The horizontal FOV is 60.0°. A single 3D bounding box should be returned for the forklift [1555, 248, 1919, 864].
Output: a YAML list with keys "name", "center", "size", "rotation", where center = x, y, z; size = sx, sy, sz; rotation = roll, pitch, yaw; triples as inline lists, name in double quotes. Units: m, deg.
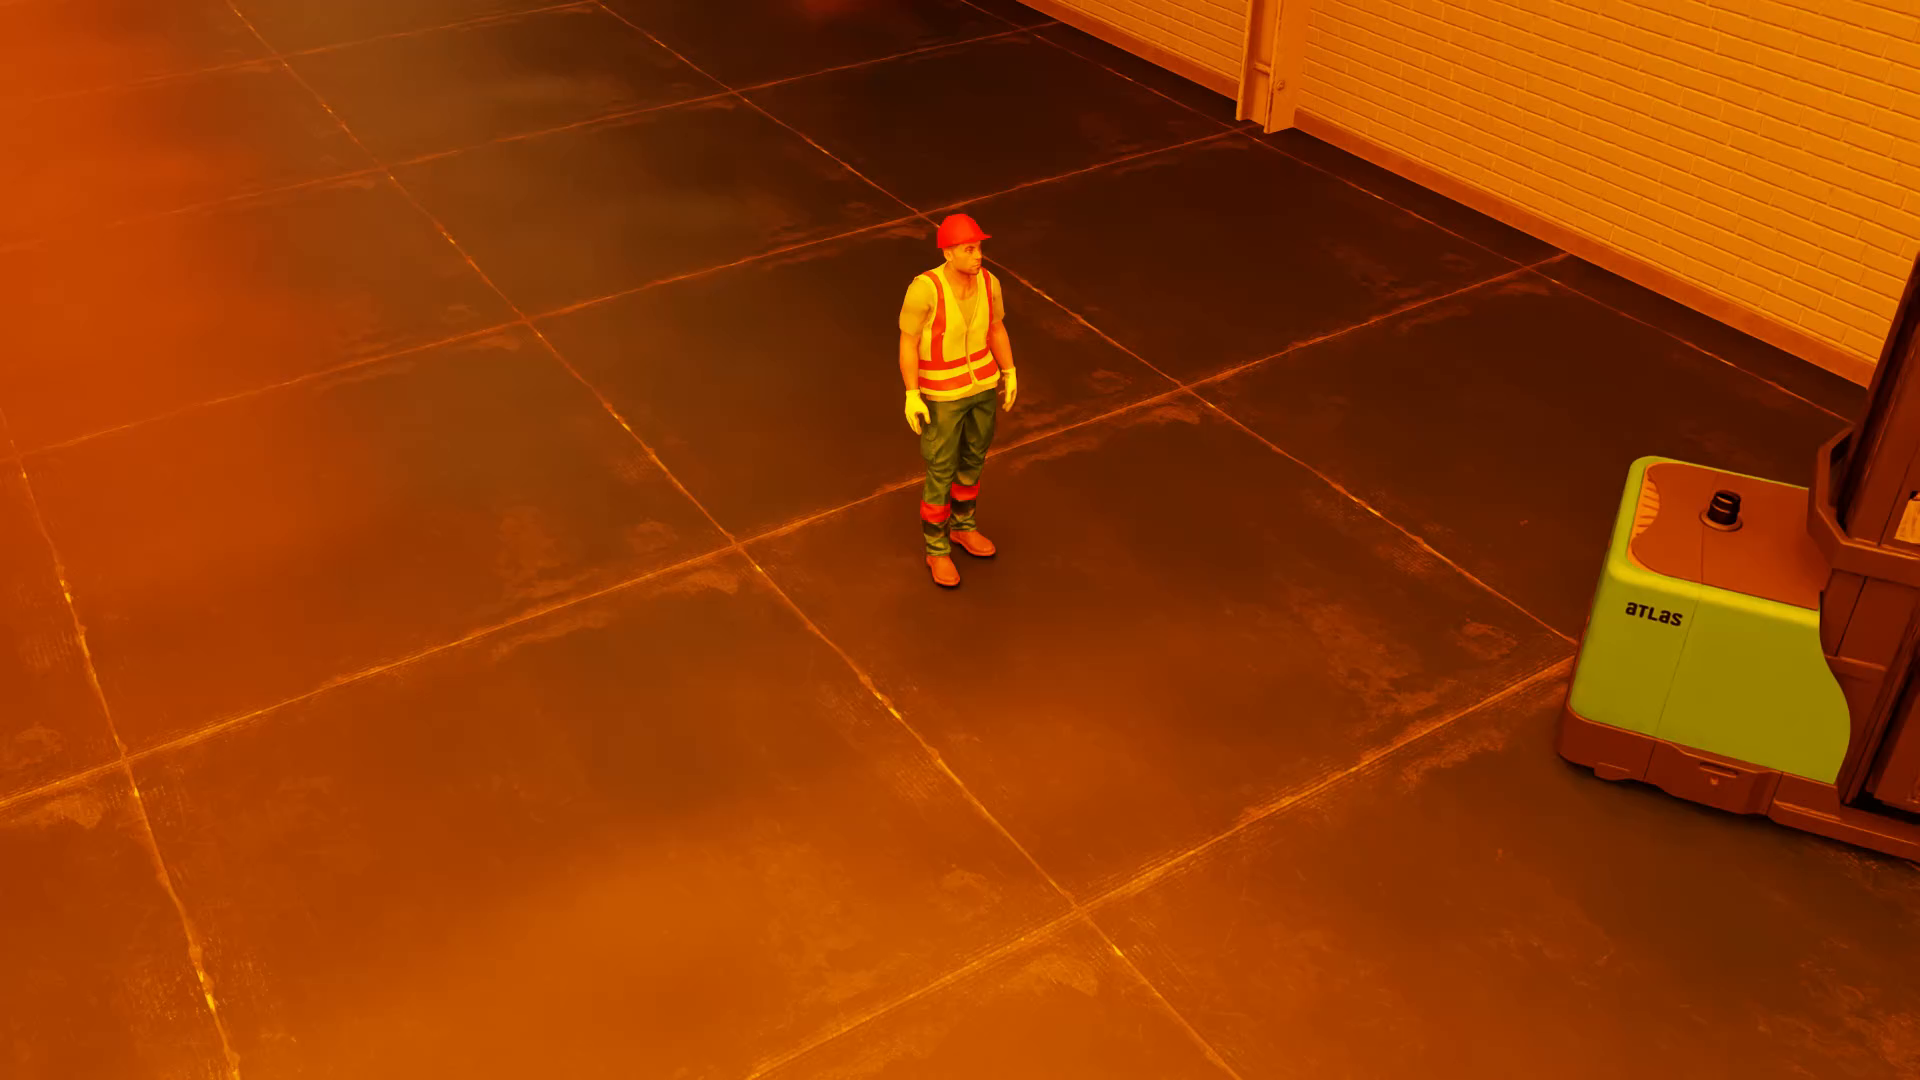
- name: "forklift"
  center: [4.167, -0.110, 6.304]
  size: [3.031, 2.935, 1.130]
  rotation: [15, 38, 20]

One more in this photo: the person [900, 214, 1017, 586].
- name: "person"
  center: [0.034, -0.695, 8.118]
  size: [0.637, 1.790, 0.562]
  rotation: [-21, 40, -27]
